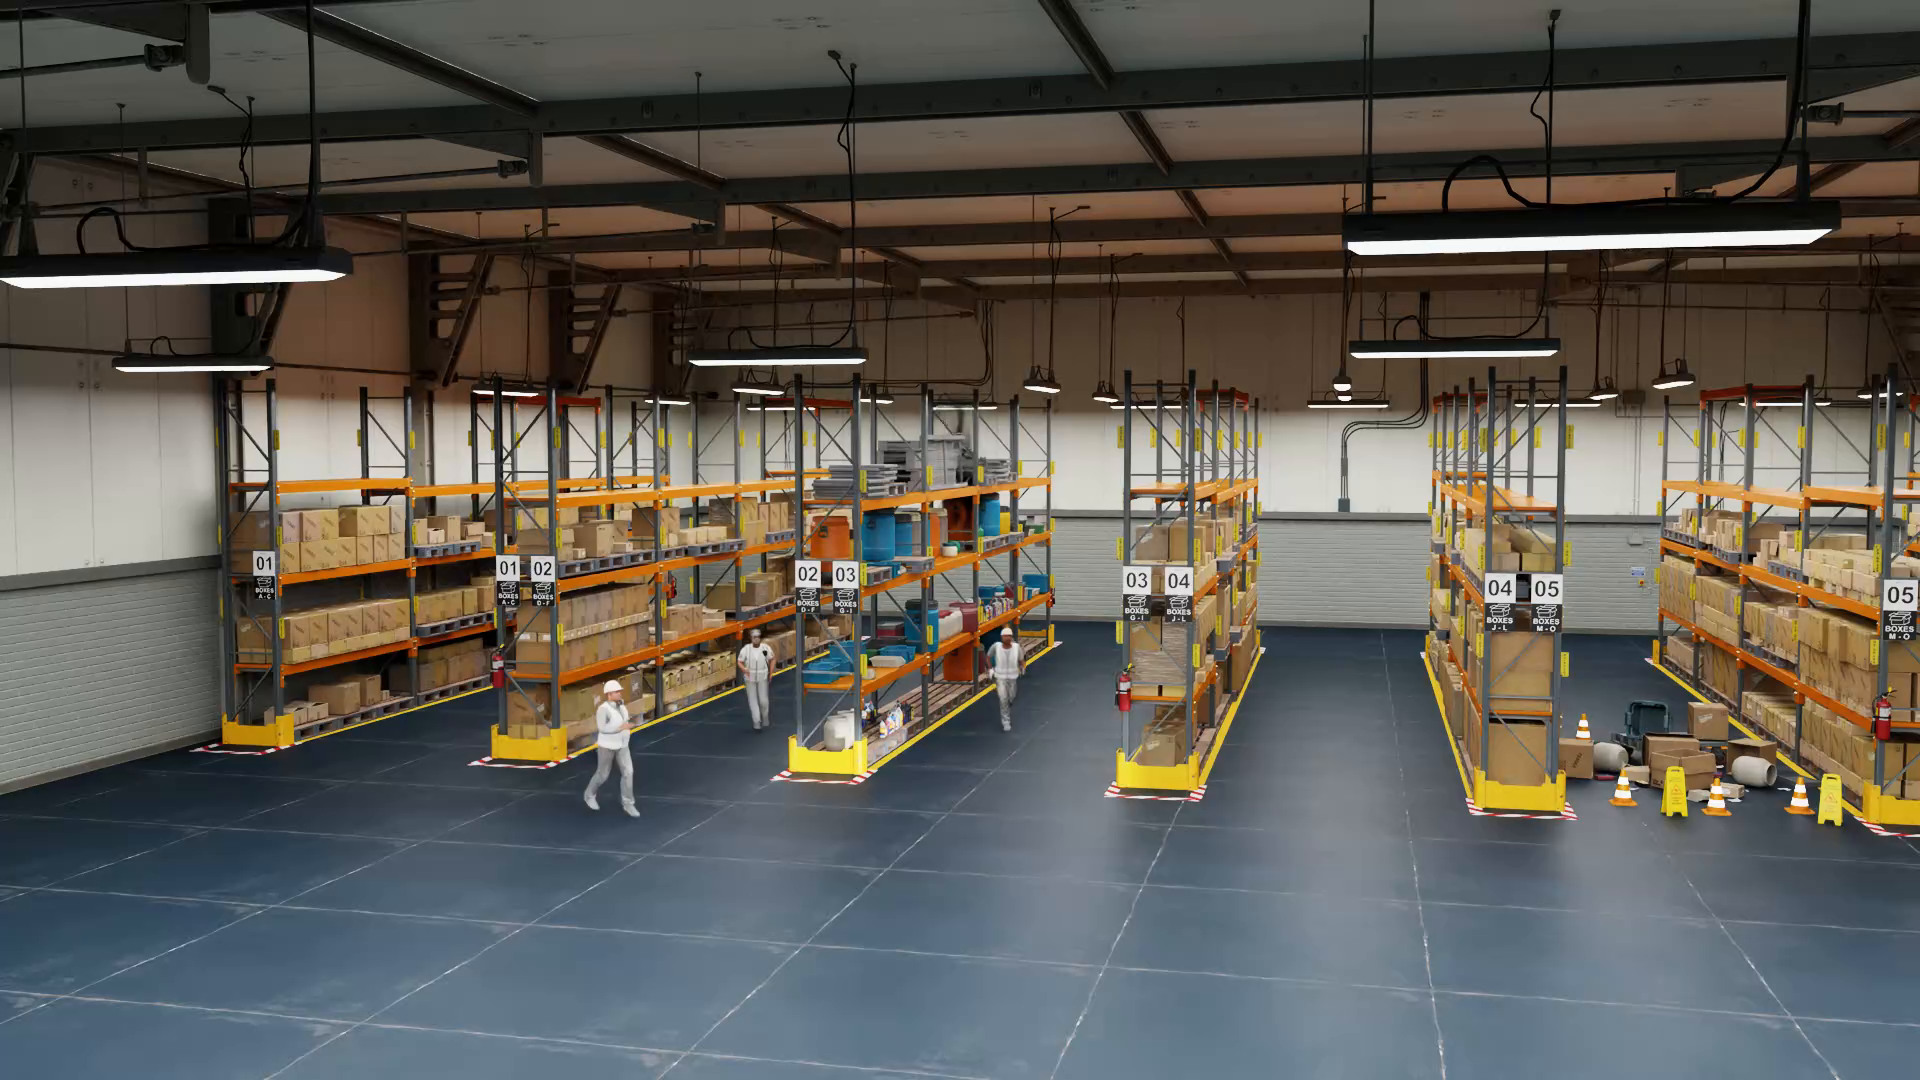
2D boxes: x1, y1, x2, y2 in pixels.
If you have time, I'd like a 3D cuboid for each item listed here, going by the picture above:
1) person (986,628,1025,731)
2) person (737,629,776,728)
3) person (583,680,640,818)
[{"bbox_3d":[0.787,2.392,28.961,0.666,1.756,0.892,0,3,-8],"label":"person"},{"bbox_3d":[-3.523,2.402,28.748,0.660,1.747,0.584,0,3,-5],"label":"person"},{"bbox_3d":[-4.649,2.765,22.164,0.907,1.804,0.635,2,4,33],"label":"person"}]
